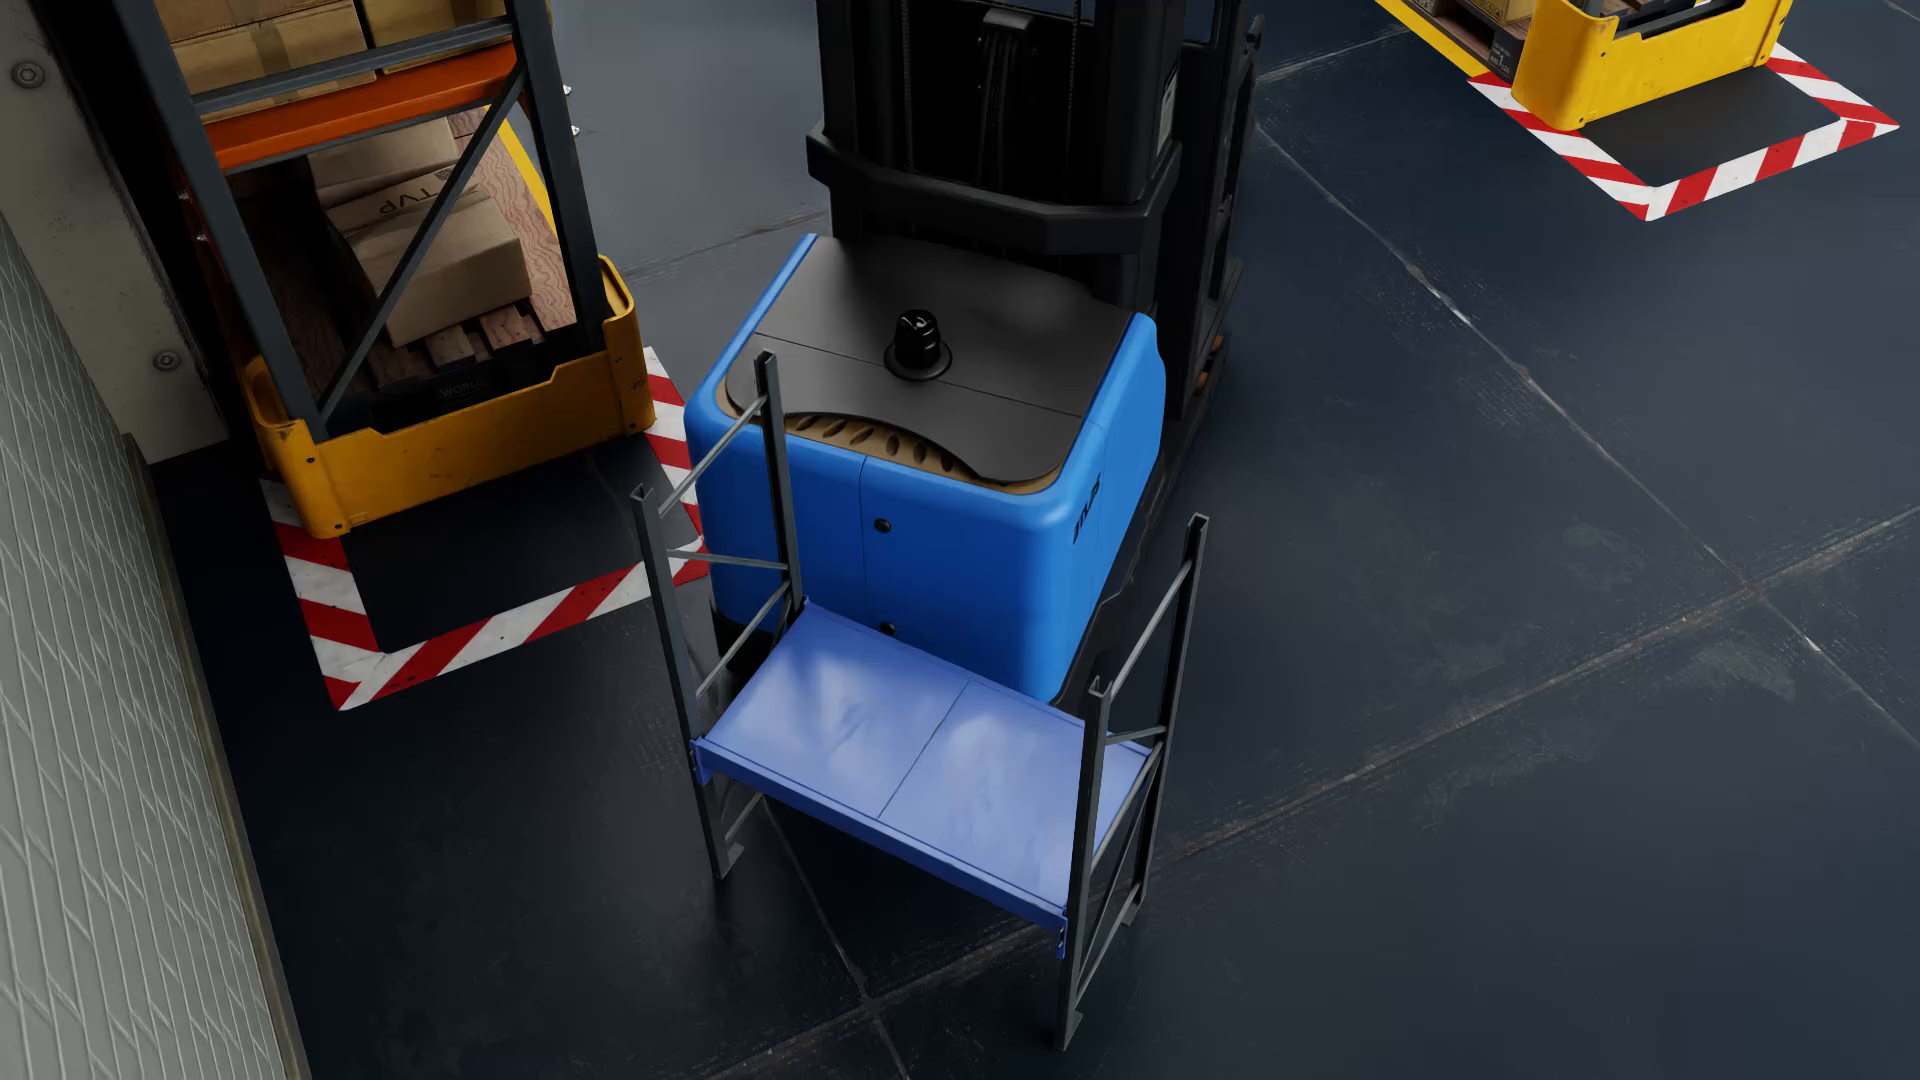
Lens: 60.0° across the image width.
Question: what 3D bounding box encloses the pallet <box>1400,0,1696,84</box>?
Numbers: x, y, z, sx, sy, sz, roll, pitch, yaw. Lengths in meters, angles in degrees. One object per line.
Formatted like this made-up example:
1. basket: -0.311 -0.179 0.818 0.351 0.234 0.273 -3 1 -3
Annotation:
1. pallet: 2.448 -2.526 7.319 1.003 0.211 1.213 -21 52 -18

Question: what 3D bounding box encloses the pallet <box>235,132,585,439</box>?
1. pallet: -1.942 -0.926 5.920 1.003 0.211 1.213 -21 52 -18

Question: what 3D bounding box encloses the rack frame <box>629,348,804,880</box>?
1. rack frame: -0.532 0.246 4.039 0.032 1.500 0.500 22 52 18

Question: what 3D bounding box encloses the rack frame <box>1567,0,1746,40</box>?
1. rack frame: 2.836 -2.946 5.834 1.000 3.000 0.127 -21 52 -18

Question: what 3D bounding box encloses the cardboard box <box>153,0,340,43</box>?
1. cardboard box: -1.972 -1.684 4.318 0.500 0.500 0.500 -22 52 -18

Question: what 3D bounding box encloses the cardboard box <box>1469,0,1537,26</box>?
1. cardboard box: 2.327 -2.437 6.936 0.500 0.250 0.500 -21 52 -18

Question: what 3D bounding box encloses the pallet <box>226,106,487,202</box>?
1. pallet: -2.497 -1.742 6.633 1.003 0.211 1.213 -21 52 -18

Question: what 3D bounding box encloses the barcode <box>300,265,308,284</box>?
1. barcode: -2.168 -0.869 5.505 0.001 0.075 0.075 -21 52 -18

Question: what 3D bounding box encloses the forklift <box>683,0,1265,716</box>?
1. forklift: 0.287 -1.480 4.597 1.130 2.935 3.031 16 51 13

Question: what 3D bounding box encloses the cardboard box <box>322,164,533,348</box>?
1. cardboard box: -1.804 -0.991 5.618 0.500 0.311 0.500 -27 54 -21

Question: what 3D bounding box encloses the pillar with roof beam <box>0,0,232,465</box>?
1. pillar with roof beam: 1.171 -4.866 3.528 9.100 9.000 0.400 -21 52 -18

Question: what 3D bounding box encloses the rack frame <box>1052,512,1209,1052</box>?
1. rack frame: 0.363 0.609 3.721 0.032 1.500 0.500 22 52 18

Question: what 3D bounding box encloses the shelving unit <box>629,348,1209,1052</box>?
1. shelving unit: -0.084 0.428 3.880 1.048 1.500 0.538 22 52 18

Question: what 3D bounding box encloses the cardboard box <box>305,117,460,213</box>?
1. cardboard box: -2.065 -1.373 5.952 0.500 0.311 0.500 -17 51 -15

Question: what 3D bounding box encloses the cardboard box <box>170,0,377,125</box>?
1. cardboard box: -1.954 -1.441 4.604 0.500 0.250 0.500 -20 52 -17

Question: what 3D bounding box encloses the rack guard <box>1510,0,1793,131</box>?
1. rack guard: 2.847 -2.107 6.761 1.175 0.500 0.348 -21 52 -18

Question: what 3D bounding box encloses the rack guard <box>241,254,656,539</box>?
1. rack guard: -1.602 -0.466 5.325 1.175 0.500 0.348 -21 52 -18

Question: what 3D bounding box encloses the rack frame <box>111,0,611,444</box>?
1. rack frame: -1.567 -1.238 4.340 1.000 3.000 0.127 -21 52 -18

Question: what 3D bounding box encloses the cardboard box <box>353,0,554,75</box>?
1. cardboard box: -1.508 -1.631 4.770 0.500 0.250 0.500 -23 53 -19

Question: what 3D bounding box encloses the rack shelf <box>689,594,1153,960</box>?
1. rack shelf: -0.084 0.546 4.015 1.000 0.185 0.538 22 52 18

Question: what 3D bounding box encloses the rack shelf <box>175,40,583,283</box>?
1. rack shelf: -2.483 -2.339 5.781 1.077 0.370 4.000 -21 52 -18
